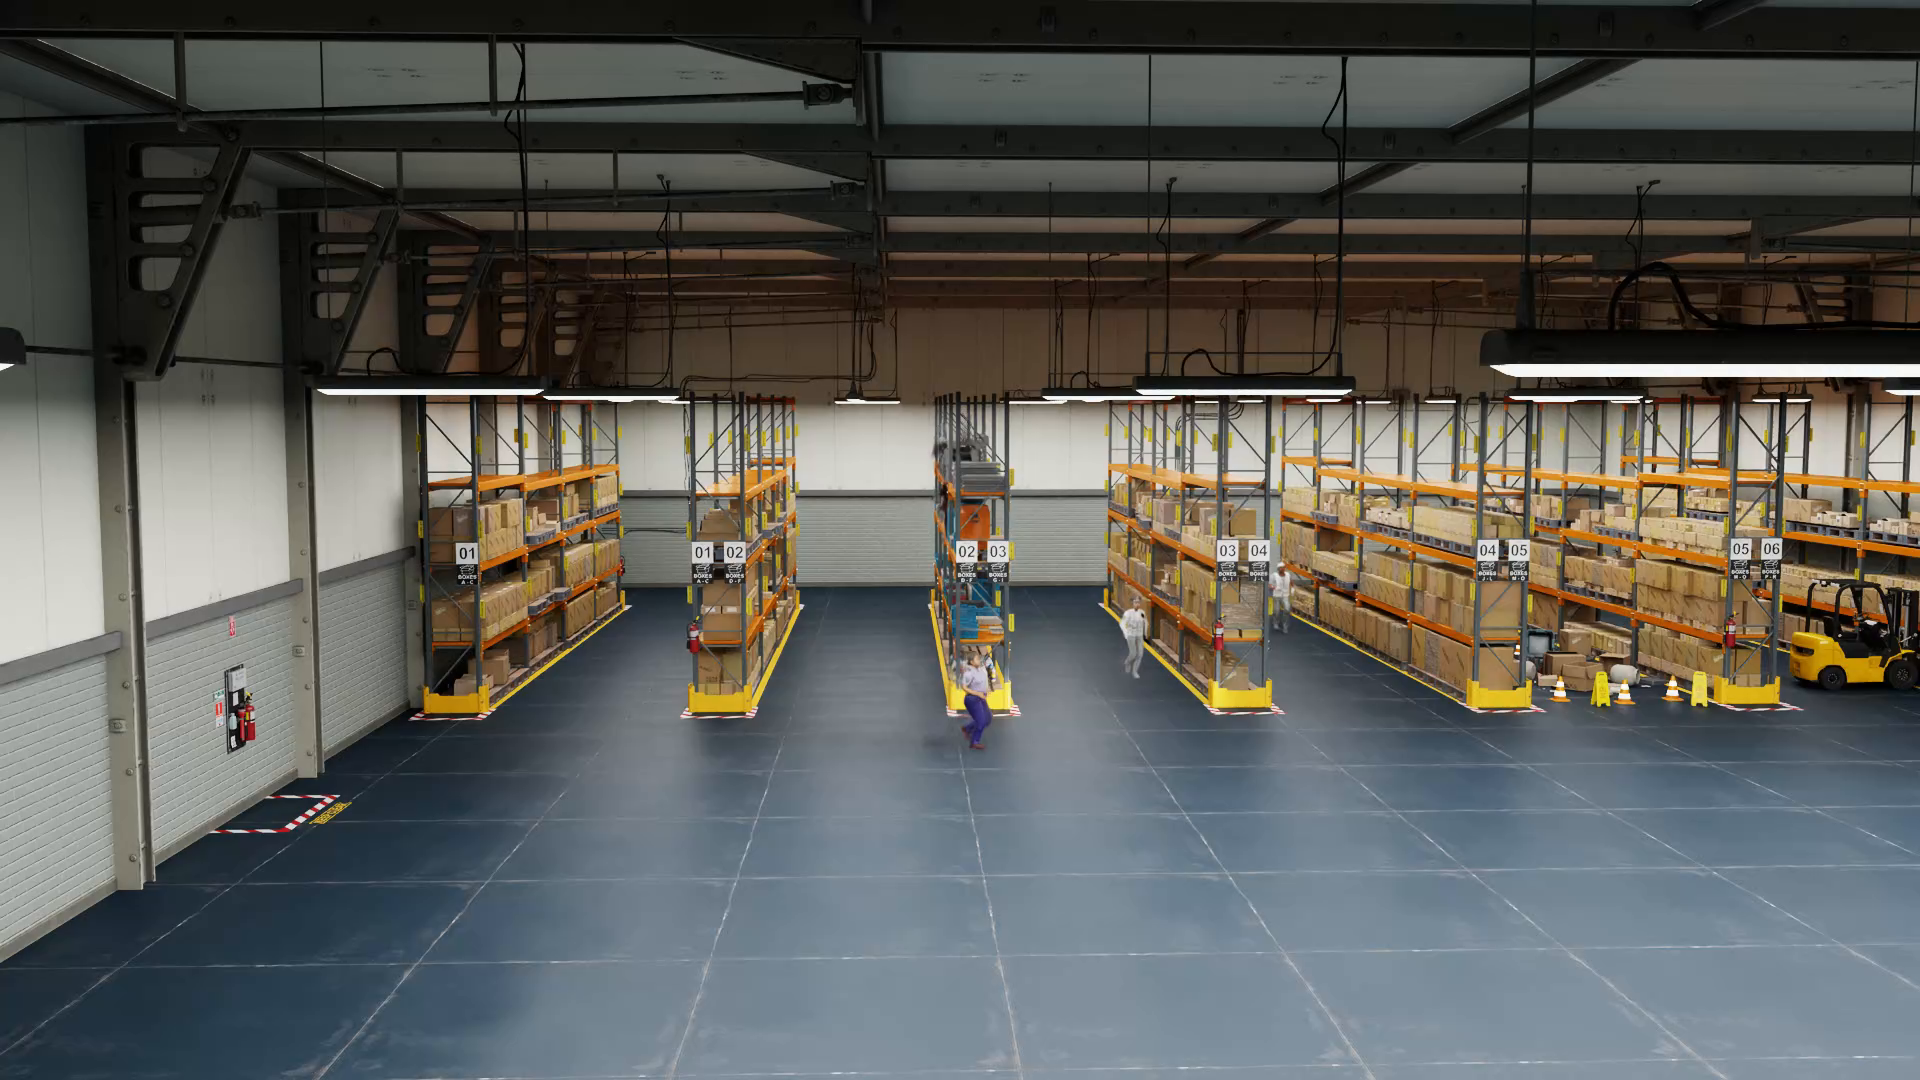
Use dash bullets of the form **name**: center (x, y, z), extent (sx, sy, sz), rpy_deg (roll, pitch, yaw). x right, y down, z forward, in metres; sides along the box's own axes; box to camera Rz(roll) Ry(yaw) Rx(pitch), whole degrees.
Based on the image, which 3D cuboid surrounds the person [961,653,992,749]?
- **person**: center (0.243, 2.700, 27.867), extent (0.575, 1.585, 0.604), rpy_deg (2, 5, 25)

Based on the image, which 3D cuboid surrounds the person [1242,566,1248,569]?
- **person**: center (7.911, 1.121, 47.605), extent (0.646, 1.619, 0.631), rpy_deg (3, 5, 32)

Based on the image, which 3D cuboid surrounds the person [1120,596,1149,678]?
- **person**: center (3.515, 1.935, 33.473), extent (0.603, 1.659, 0.515), rpy_deg (-1, 5, -14)

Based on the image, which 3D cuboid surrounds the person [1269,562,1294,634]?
- **person**: center (8.153, 1.479, 42.130), extent (0.711, 1.851, 0.746), rpy_deg (0, 5, -3)
